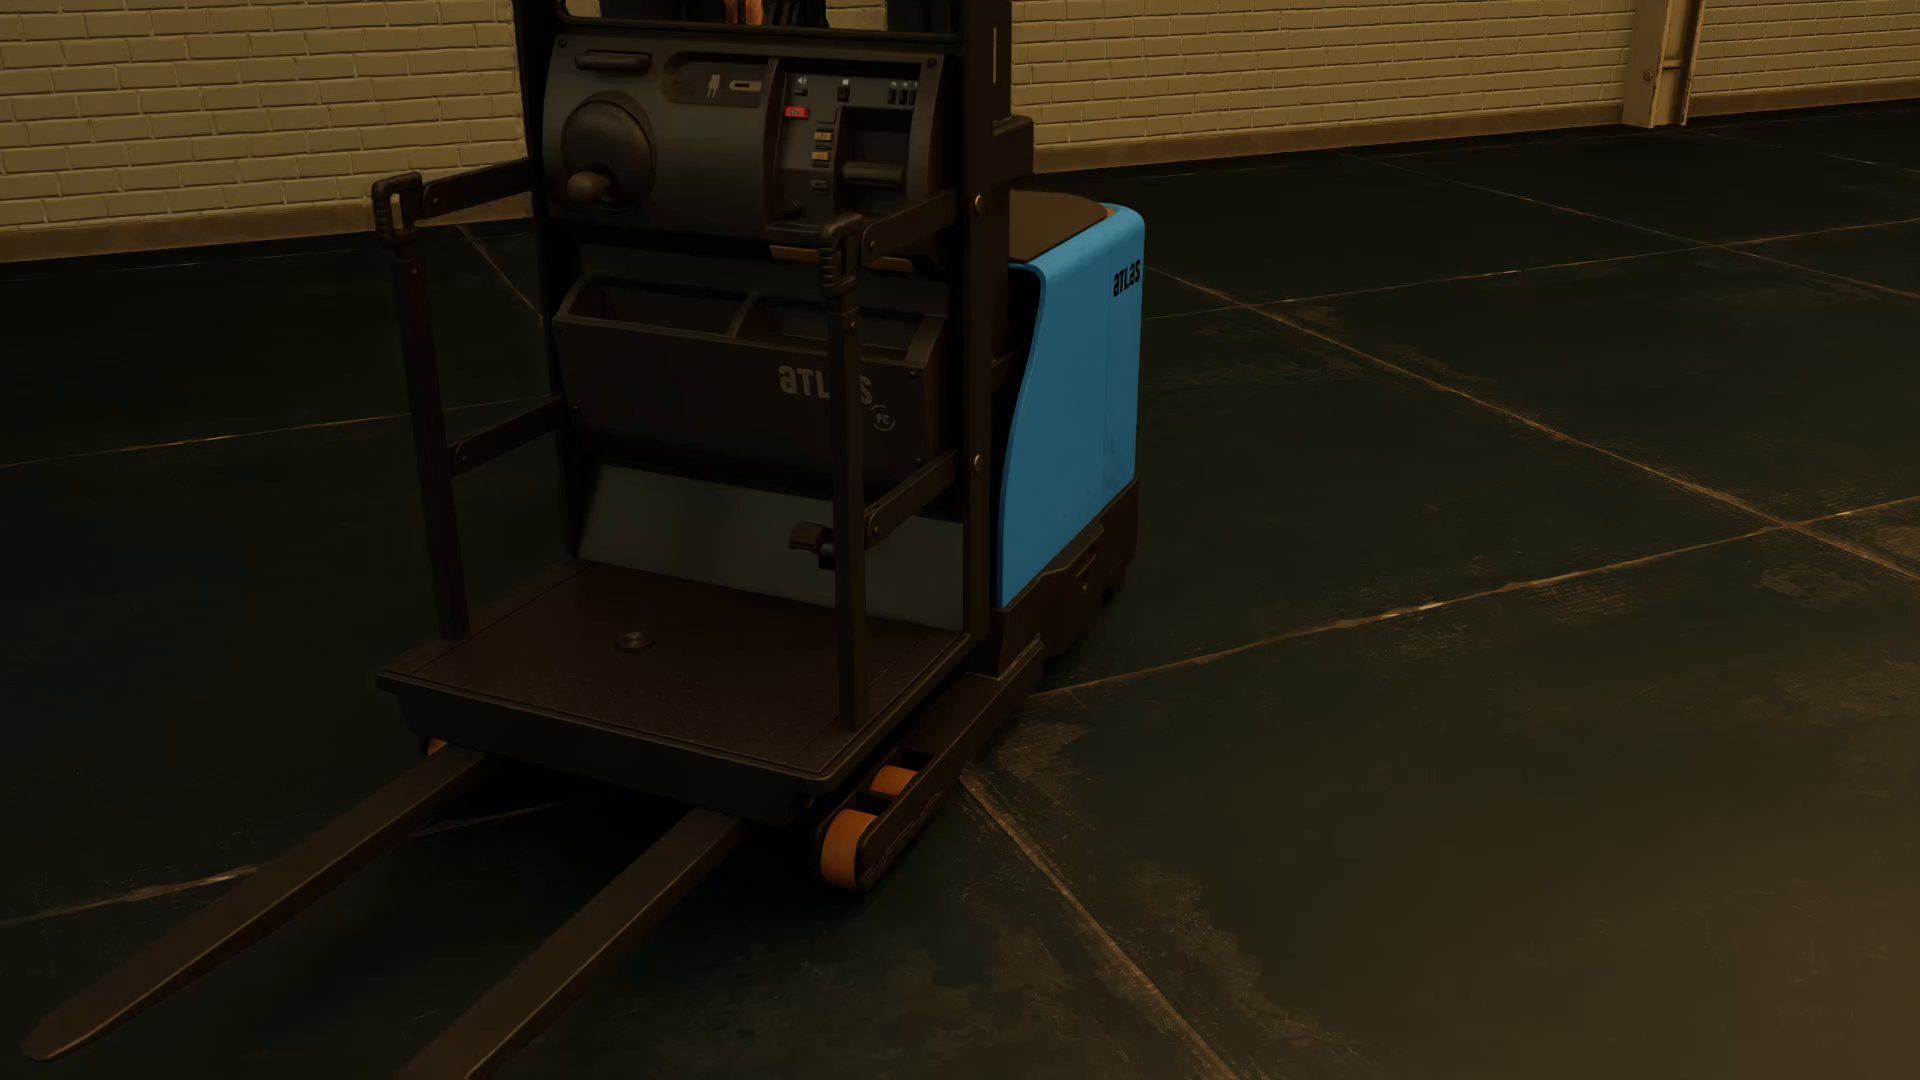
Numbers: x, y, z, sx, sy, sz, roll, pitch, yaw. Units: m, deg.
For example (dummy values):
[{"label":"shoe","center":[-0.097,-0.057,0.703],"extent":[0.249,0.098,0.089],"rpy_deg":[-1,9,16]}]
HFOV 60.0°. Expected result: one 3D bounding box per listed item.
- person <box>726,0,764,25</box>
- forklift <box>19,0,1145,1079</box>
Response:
[{"label":"person","center":[-0.418,-0.959,5.320],"extent":[0.854,1.612,1.125],"rpy_deg":[7,23,15]},{"label":"forklift","center":[-0.552,-0.826,3.274],"extent":[1.130,2.935,3.031],"rpy_deg":[10,24,22]}]
